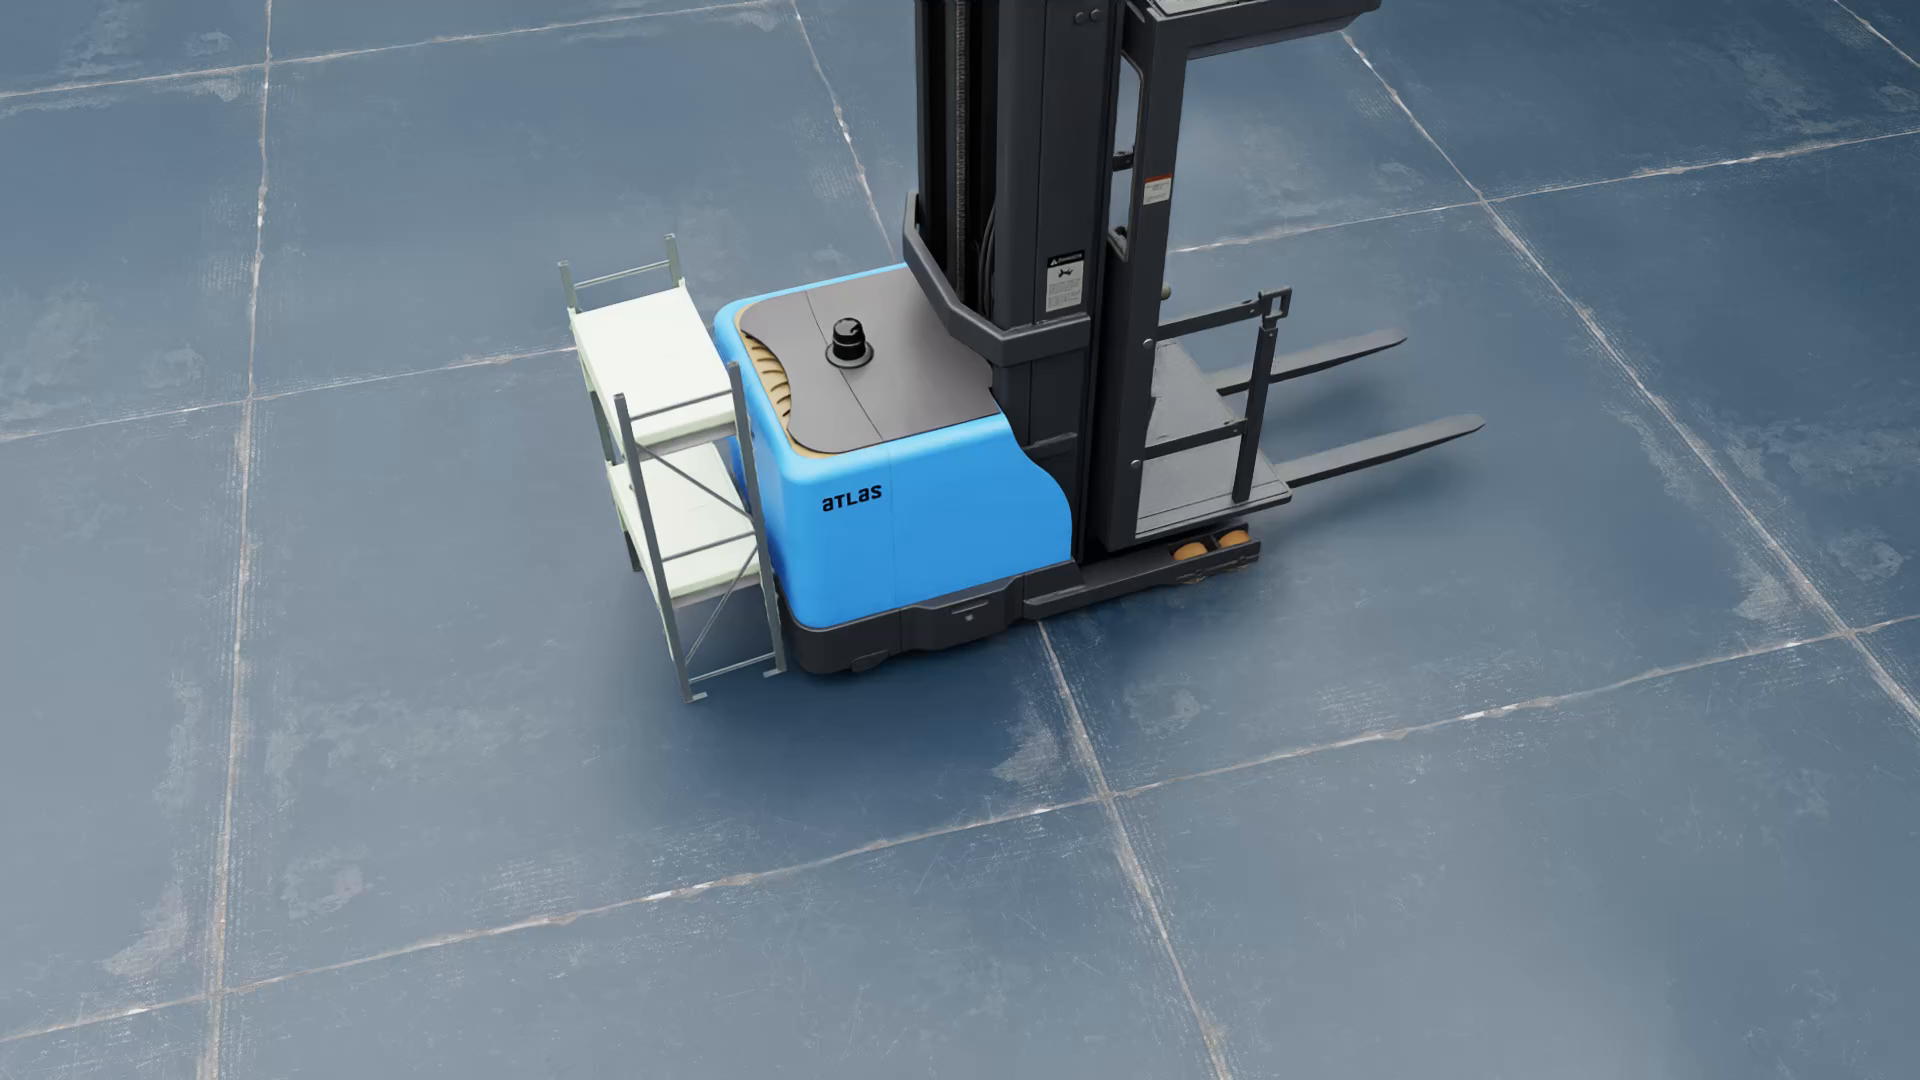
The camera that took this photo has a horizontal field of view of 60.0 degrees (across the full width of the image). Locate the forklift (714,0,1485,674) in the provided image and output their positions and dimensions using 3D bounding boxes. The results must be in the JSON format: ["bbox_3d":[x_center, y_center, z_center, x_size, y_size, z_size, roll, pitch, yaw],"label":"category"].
[{"bbox_3d":[0.655,-1.192,5.866,3.031,2.935,1.130,-15,48,-14],"label":"forklift"}]

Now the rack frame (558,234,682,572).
[{"bbox_3d":[-1.138,-0.458,6.141,0.400,1.500,0.023,-18,48,-15],"label":"rack frame"}]

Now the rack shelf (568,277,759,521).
[{"bbox_3d":[-1.007,-0.487,5.623,0.431,0.370,0.720,-18,48,-15],"label":"rack shelf"}]

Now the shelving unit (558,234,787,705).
[{"bbox_3d":[-0.997,-0.217,5.904,0.431,1.500,0.755,-18,48,-15],"label":"shelving unit"}]

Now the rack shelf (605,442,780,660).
[{"bbox_3d":[-0.989,0.009,6.139,0.431,0.370,0.720,-18,48,-15],"label":"rack shelf"}]

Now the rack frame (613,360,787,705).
[{"bbox_3d":[-0.856,0.024,5.668,0.400,1.500,0.023,-18,48,-15],"label":"rack frame"}]
